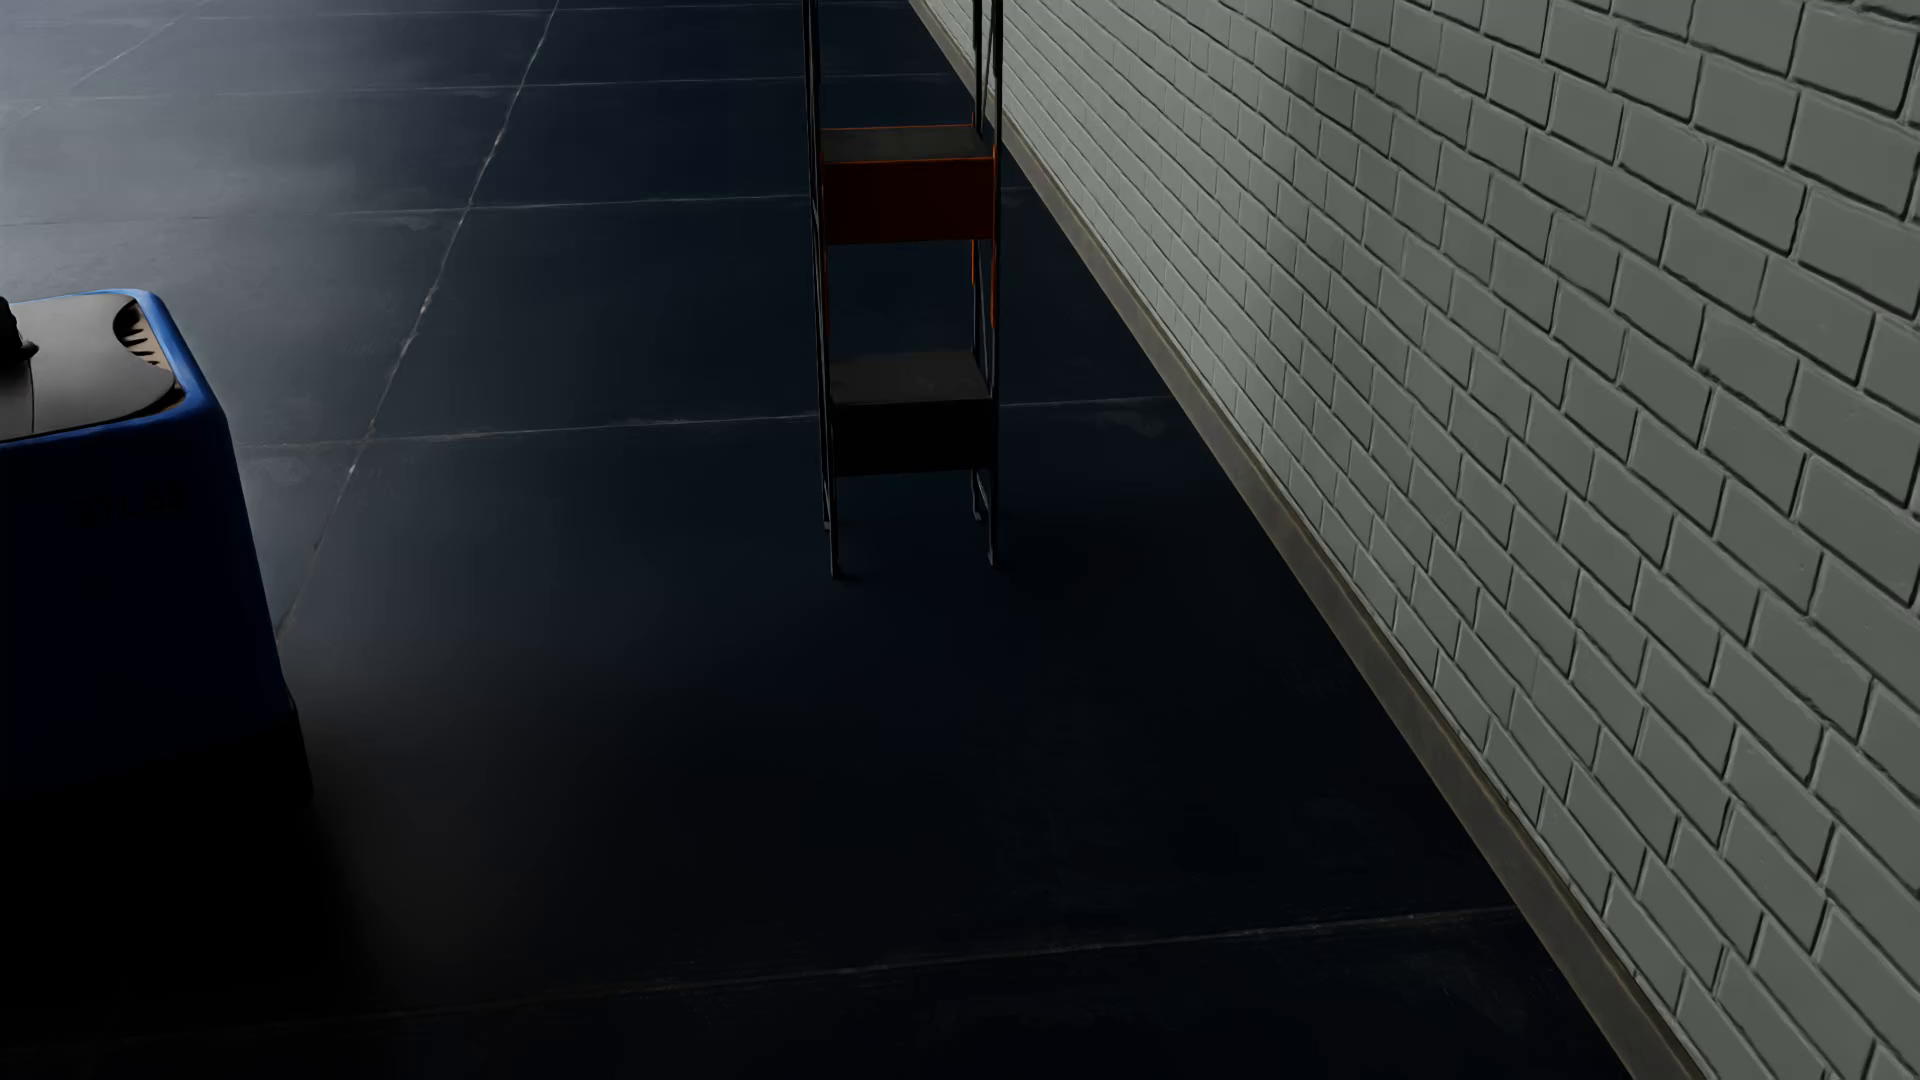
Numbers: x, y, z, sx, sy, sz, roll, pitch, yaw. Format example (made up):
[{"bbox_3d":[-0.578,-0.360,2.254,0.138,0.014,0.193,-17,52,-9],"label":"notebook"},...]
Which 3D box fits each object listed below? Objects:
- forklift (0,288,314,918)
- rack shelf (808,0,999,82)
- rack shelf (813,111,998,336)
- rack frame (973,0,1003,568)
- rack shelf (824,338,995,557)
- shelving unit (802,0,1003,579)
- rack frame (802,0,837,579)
[{"bbox_3d":[-3.049,-0.457,2.930,3.031,2.935,1.130,-16,31,-28],"label":"forklift"},{"bbox_3d":[-0.164,-1.534,4.437,0.480,0.518,0.431,-4,27,-7],"label":"rack shelf"},{"bbox_3d":[-0.164,-0.912,4.756,0.480,0.518,0.431,-4,27,-7],"label":"rack shelf"},{"bbox_3d":[0.078,-0.939,4.780,0.015,2.100,0.400,-4,27,-7],"label":"rack frame"},{"bbox_3d":[-0.164,-0.289,5.076,0.480,0.518,0.431,-4,27,-7],"label":"rack shelf"},{"bbox_3d":[-0.164,-0.924,4.750,0.503,2.100,0.431,-4,27,-7],"label":"shelving unit"},{"bbox_3d":[-0.406,-0.908,4.720,0.015,2.100,0.400,-4,27,-7],"label":"rack frame"}]
